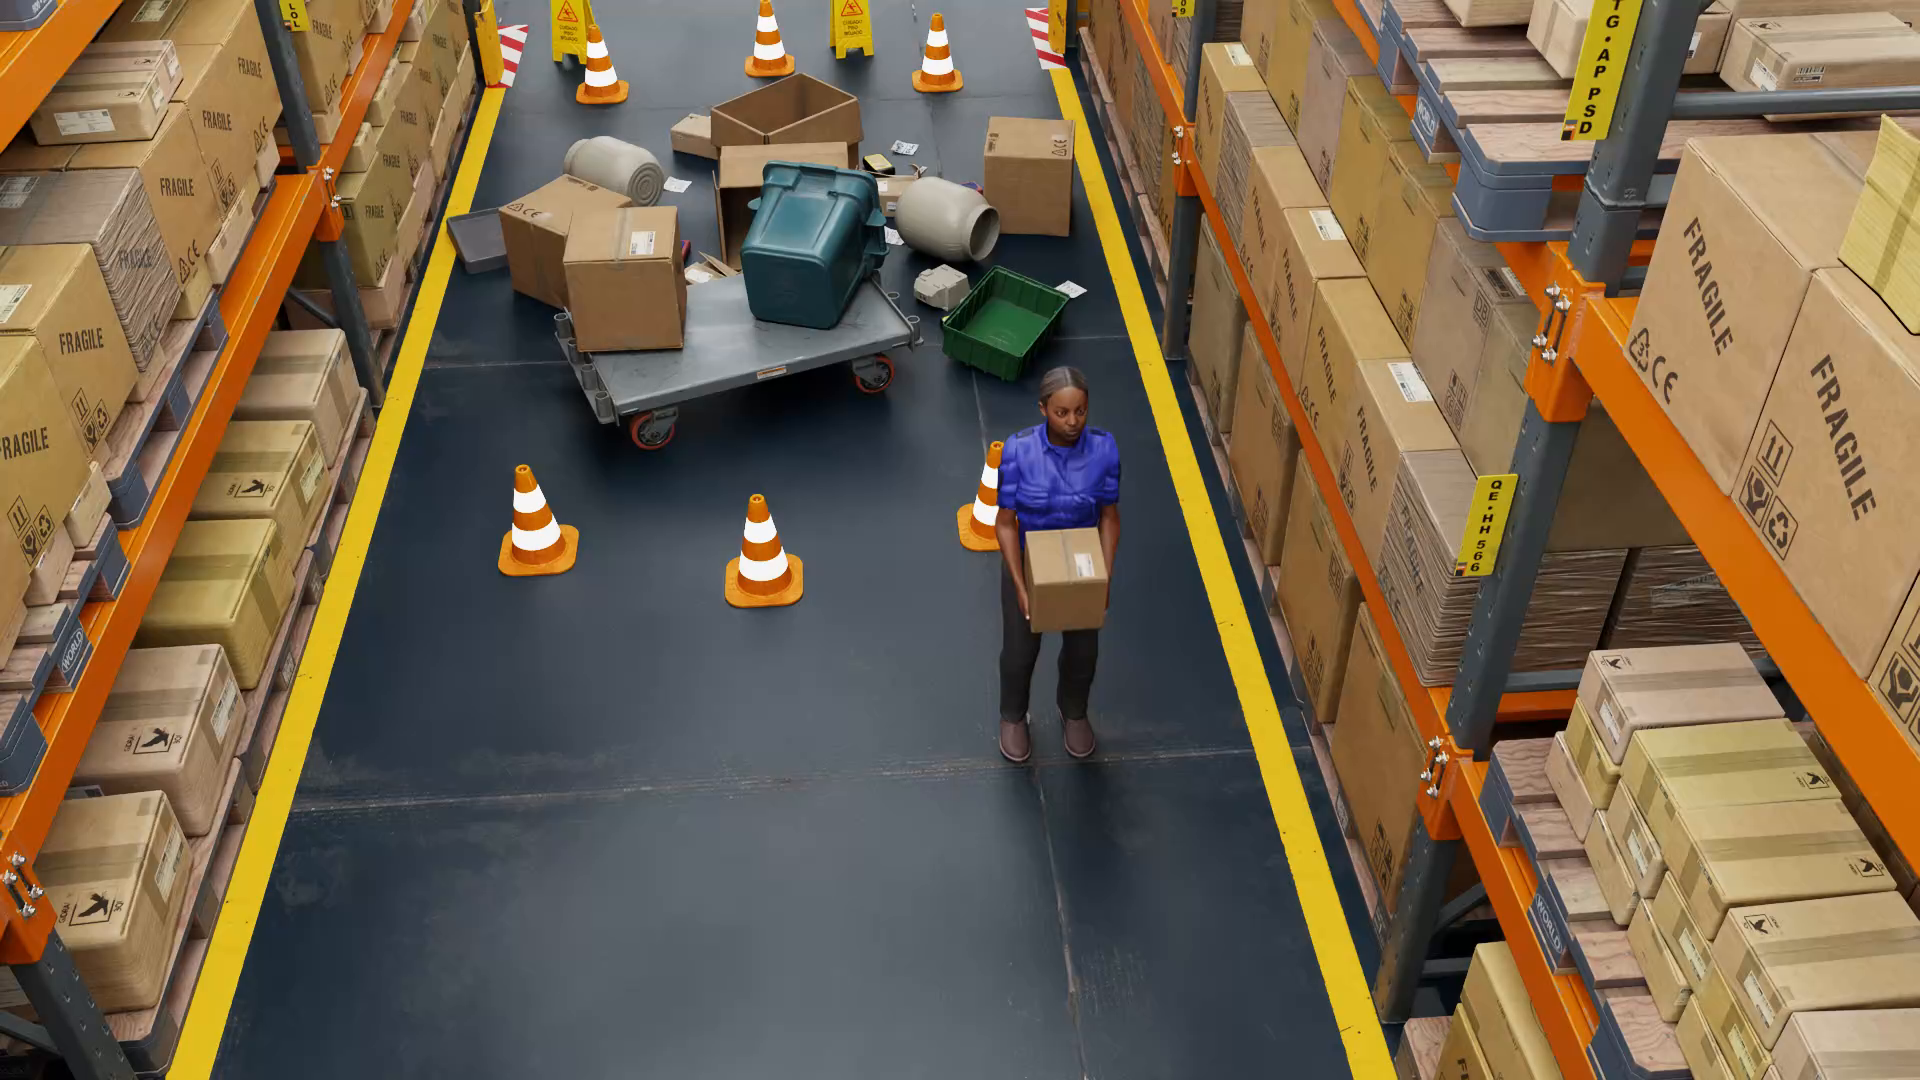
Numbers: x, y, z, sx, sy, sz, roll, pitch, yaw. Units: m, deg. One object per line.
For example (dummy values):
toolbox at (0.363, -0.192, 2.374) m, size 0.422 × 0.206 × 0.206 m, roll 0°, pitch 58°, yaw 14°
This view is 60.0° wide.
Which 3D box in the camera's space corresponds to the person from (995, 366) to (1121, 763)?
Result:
person at (0.347, 0.159, 5.971) m, size 0.448 × 1.646 × 0.514 m, roll -3°, pitch 39°, yaw -4°
